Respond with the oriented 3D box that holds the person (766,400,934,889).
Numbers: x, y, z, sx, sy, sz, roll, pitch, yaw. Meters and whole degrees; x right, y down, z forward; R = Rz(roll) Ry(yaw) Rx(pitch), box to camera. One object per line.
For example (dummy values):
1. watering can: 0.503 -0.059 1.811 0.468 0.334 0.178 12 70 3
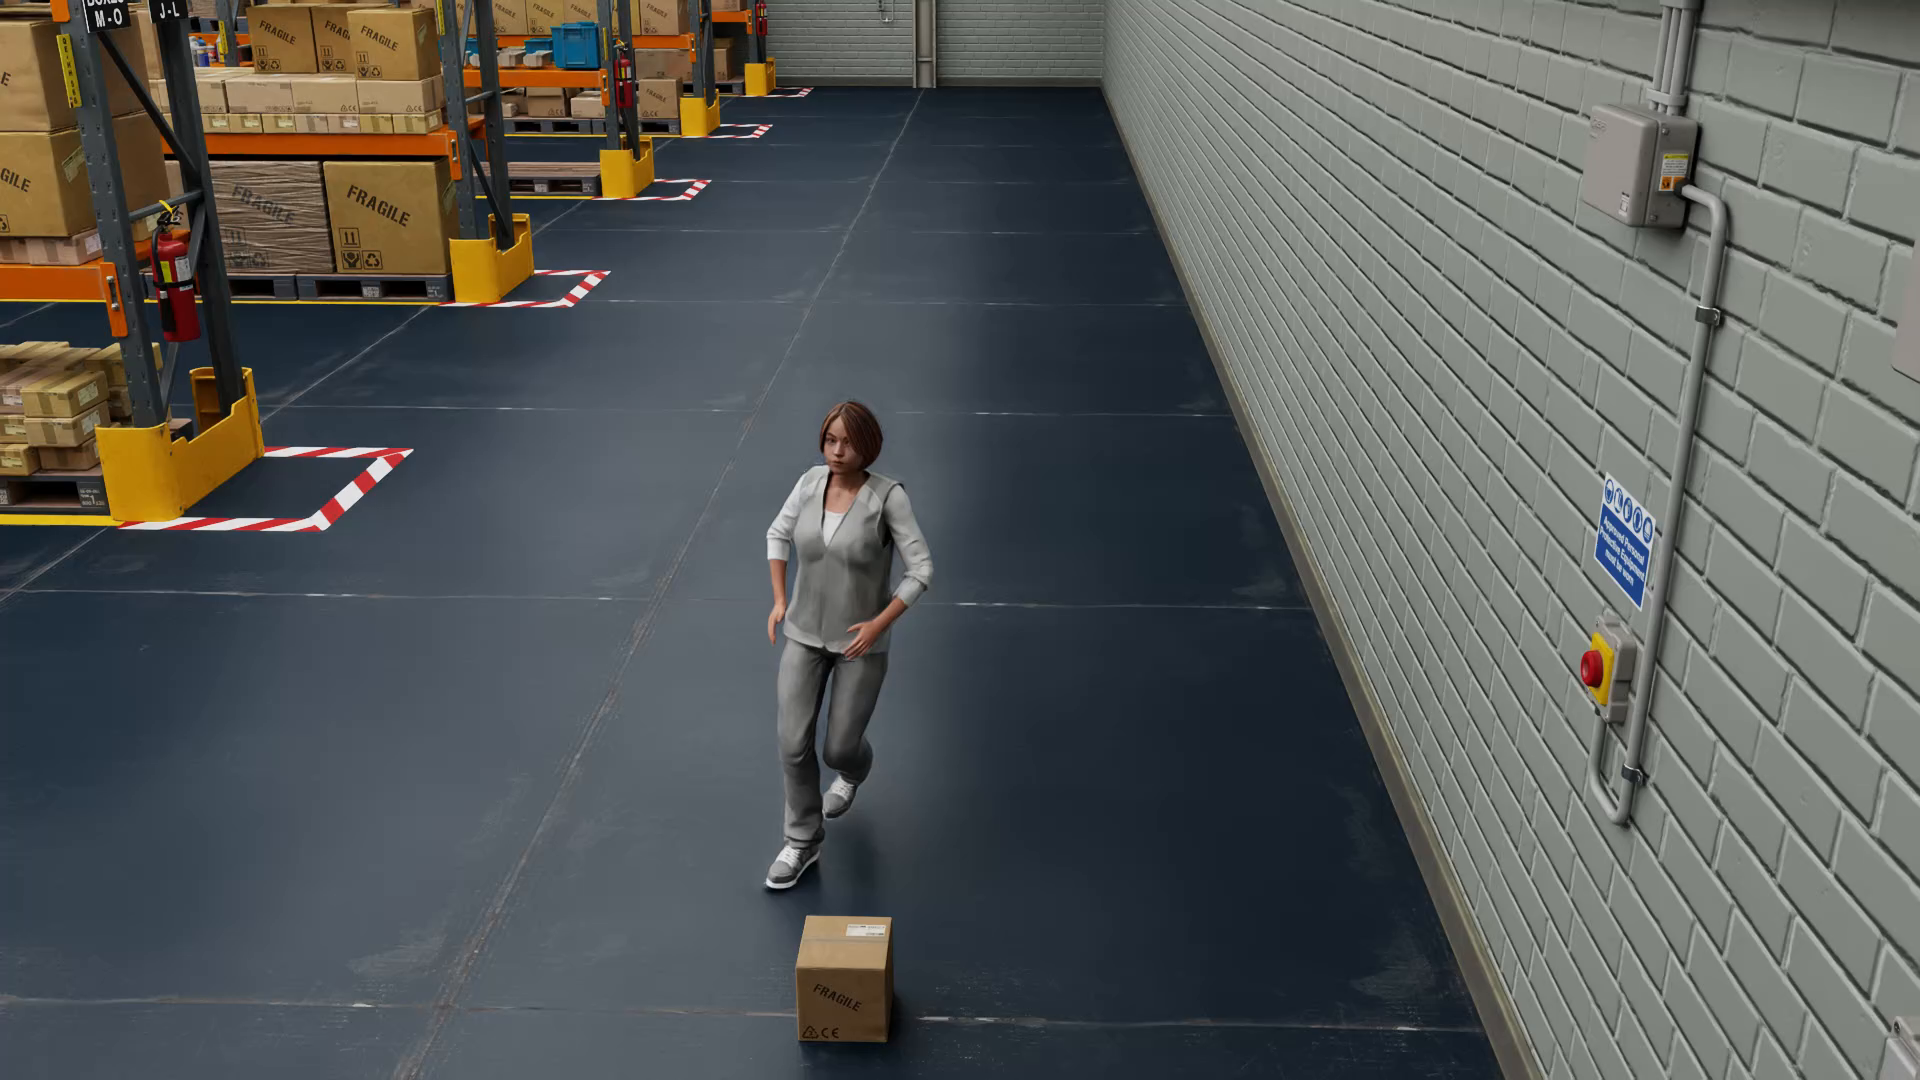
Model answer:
1. person: -0.385 0.324 5.312 0.592 1.561 0.598 6 22 14
